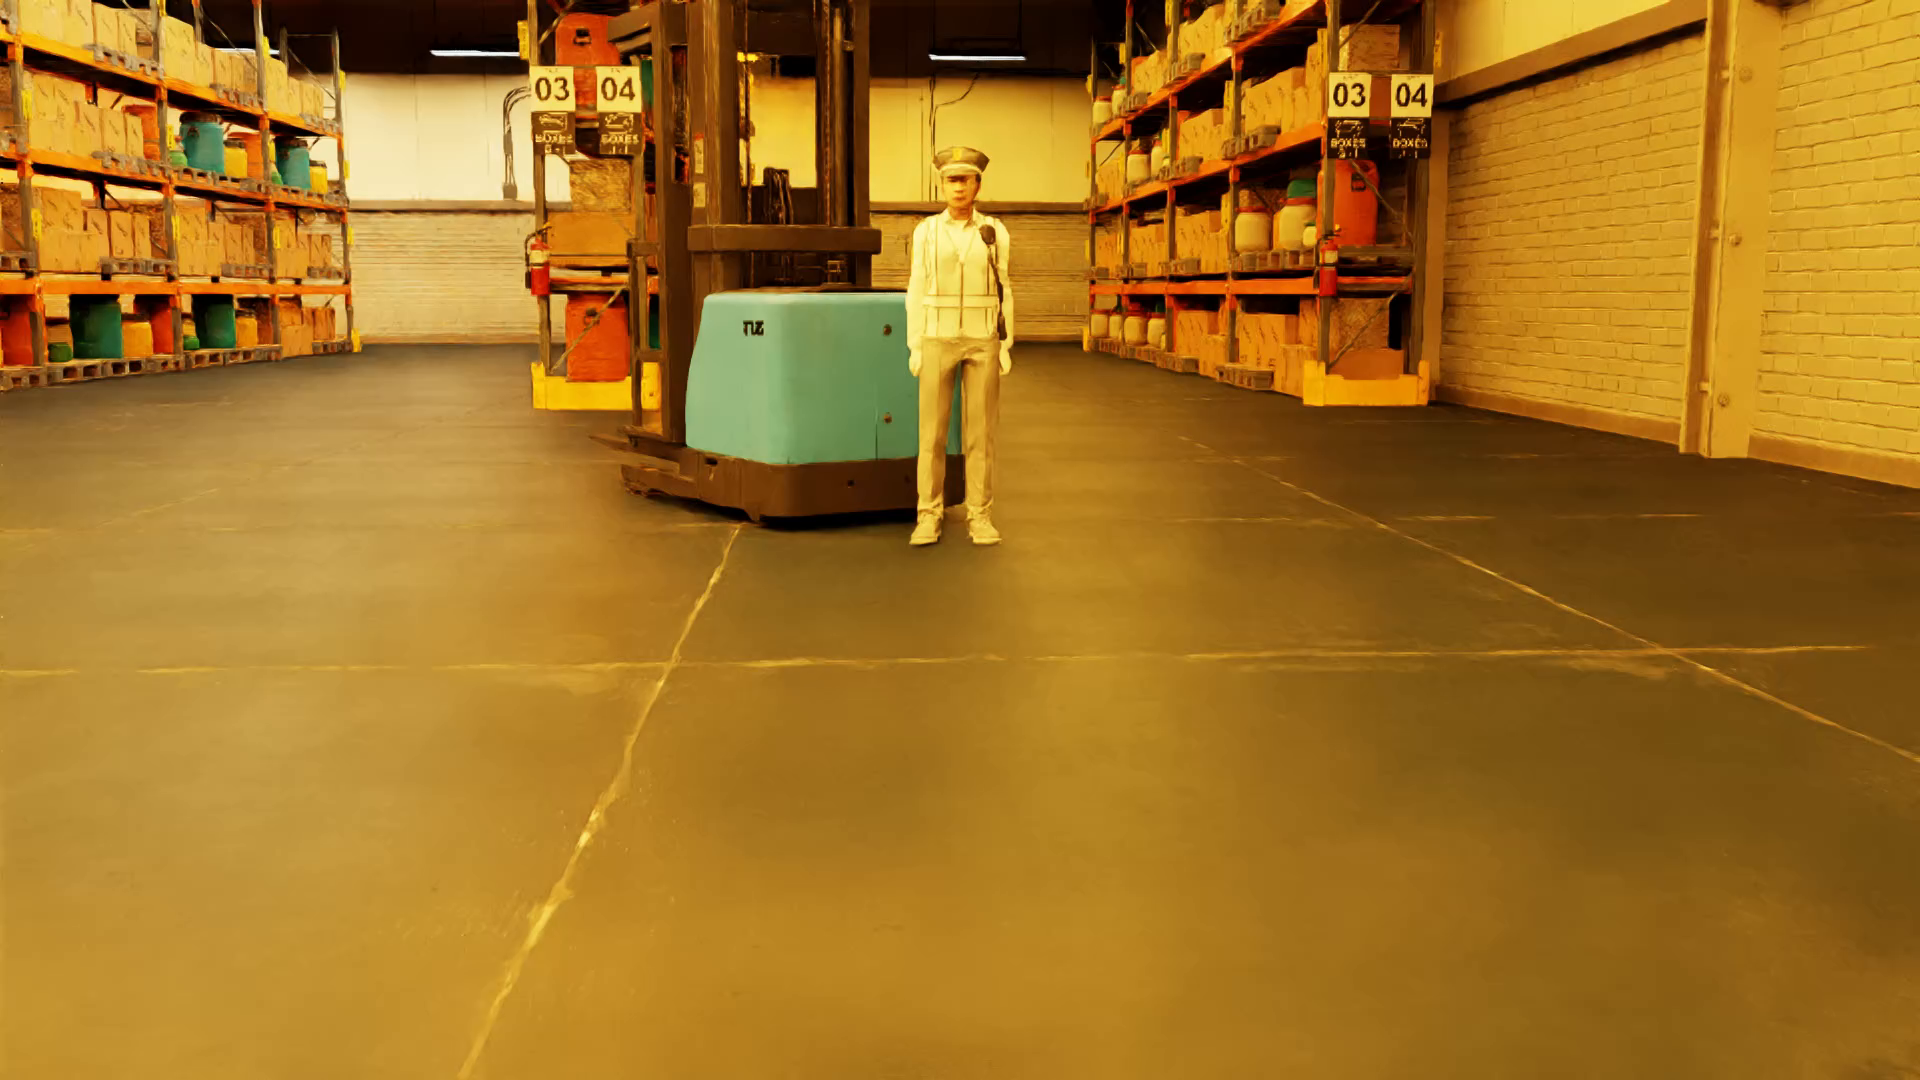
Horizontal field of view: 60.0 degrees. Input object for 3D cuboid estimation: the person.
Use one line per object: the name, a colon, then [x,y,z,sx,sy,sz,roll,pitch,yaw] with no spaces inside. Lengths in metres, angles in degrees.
person: [0.002,-0.832,7.171,0.463,1.692,0.337,-1,8,-4]

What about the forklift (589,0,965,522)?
forklift: [-1.176,-1.706,8.823,1.130,2.935,3.031,-5,10,-31]
